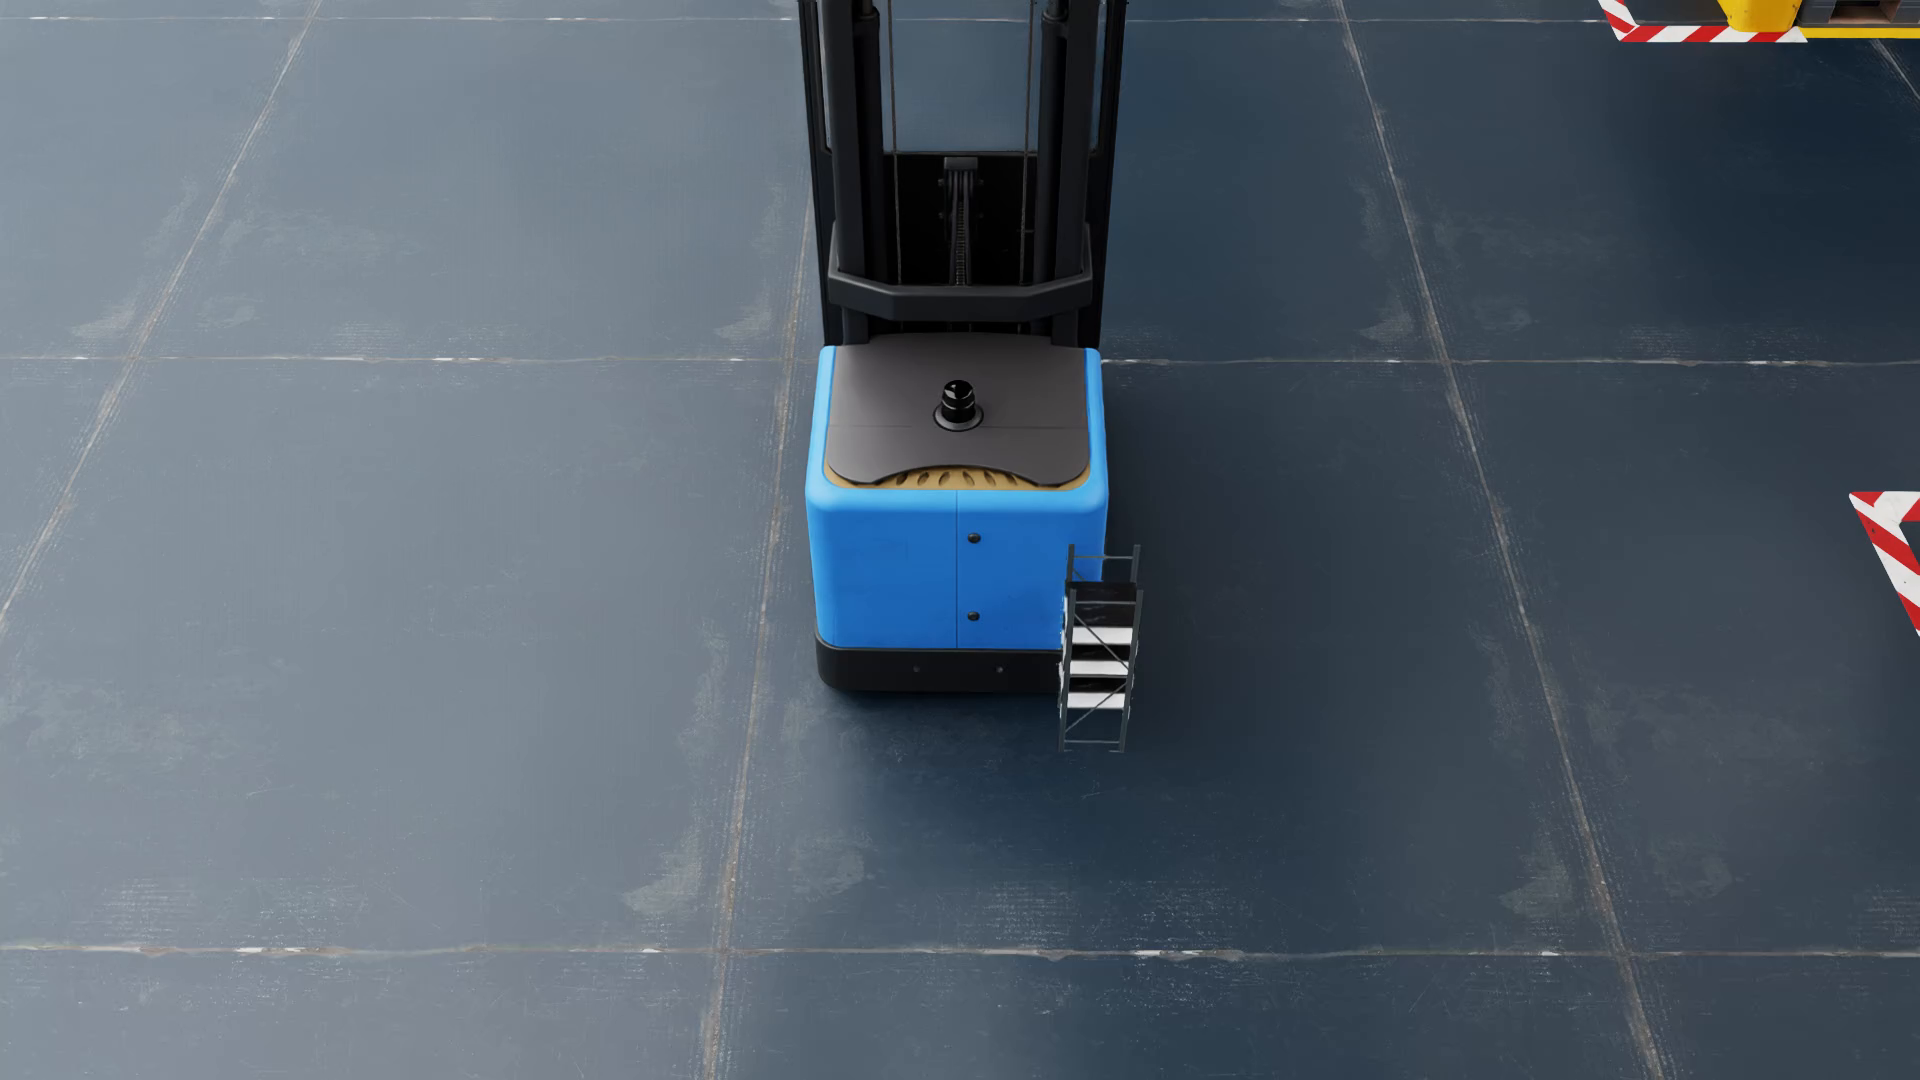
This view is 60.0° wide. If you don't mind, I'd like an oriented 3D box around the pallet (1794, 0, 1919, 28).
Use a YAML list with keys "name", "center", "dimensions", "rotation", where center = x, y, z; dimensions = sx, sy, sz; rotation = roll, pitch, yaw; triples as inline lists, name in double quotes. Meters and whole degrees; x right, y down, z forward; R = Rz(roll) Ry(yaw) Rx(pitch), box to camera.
- name: "pallet"
  center: [5.429, -3.385, 9.838]
  dimensions: [1.213, 0.211, 1.003]
  rotation: [0, 47, 0]

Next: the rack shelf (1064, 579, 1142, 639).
- name: "rack shelf"
  center: [0.484, 0.236, 5.673]
  dimensions: [0.258, 0.077, 0.200]
  rotation: [1, 47, 1]

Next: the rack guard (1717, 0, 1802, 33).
- name: "rack guard"
  center: [4.617, -3.512, 9.758]
  dimensions: [0.348, 0.500, 1.175]
  rotation: [0, 47, 0]

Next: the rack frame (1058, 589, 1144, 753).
- name: "rack frame"
  center: [0.481, 0.471, 5.777]
  dimensions: [0.240, 0.900, 0.006]
  rotation: [1, 47, 1]

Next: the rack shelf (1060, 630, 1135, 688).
- name: "rack shelf"
  center: [0.484, 0.419, 5.871]
  dimensions: [0.258, 0.077, 0.200]
  rotation: [1, 47, 1]

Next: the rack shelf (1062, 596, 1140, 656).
- name: "rack shelf"
  center: [0.484, 0.297, 5.739]
  dimensions: [0.258, 0.077, 0.200]
  rotation: [1, 47, 1]

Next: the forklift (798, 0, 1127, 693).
- name: "forklift"
  center: [0.011, -1.491, 6.216]
  dimensions: [1.130, 2.935, 3.031]
  rotation: [1, 47, 1]

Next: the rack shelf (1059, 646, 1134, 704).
- name: "rack shelf"
  center: [0.484, 0.481, 5.937]
  dimensions: [0.258, 0.077, 0.200]
  rotation: [1, 47, 1]

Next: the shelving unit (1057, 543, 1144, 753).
- name: "shelving unit"
  center: [0.484, 0.397, 5.847]
  dimensions: [0.258, 0.900, 0.210]
  rotation: [1, 47, 1]

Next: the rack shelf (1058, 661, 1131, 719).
- name: "rack shelf"
  center: [0.484, 0.542, 6.003]
  dimensions: [0.258, 0.077, 0.200]
  rotation: [1, 47, 1]

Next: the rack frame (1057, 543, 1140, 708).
- name: "rack frame"
  center: [0.486, 0.322, 5.916]
  dimensions: [0.240, 0.900, 0.006]
  rotation: [1, 47, 1]

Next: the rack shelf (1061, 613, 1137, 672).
- name: "rack shelf"
  center: [0.484, 0.358, 5.805]
  dimensions: [0.258, 0.077, 0.200]
  rotation: [1, 47, 1]
